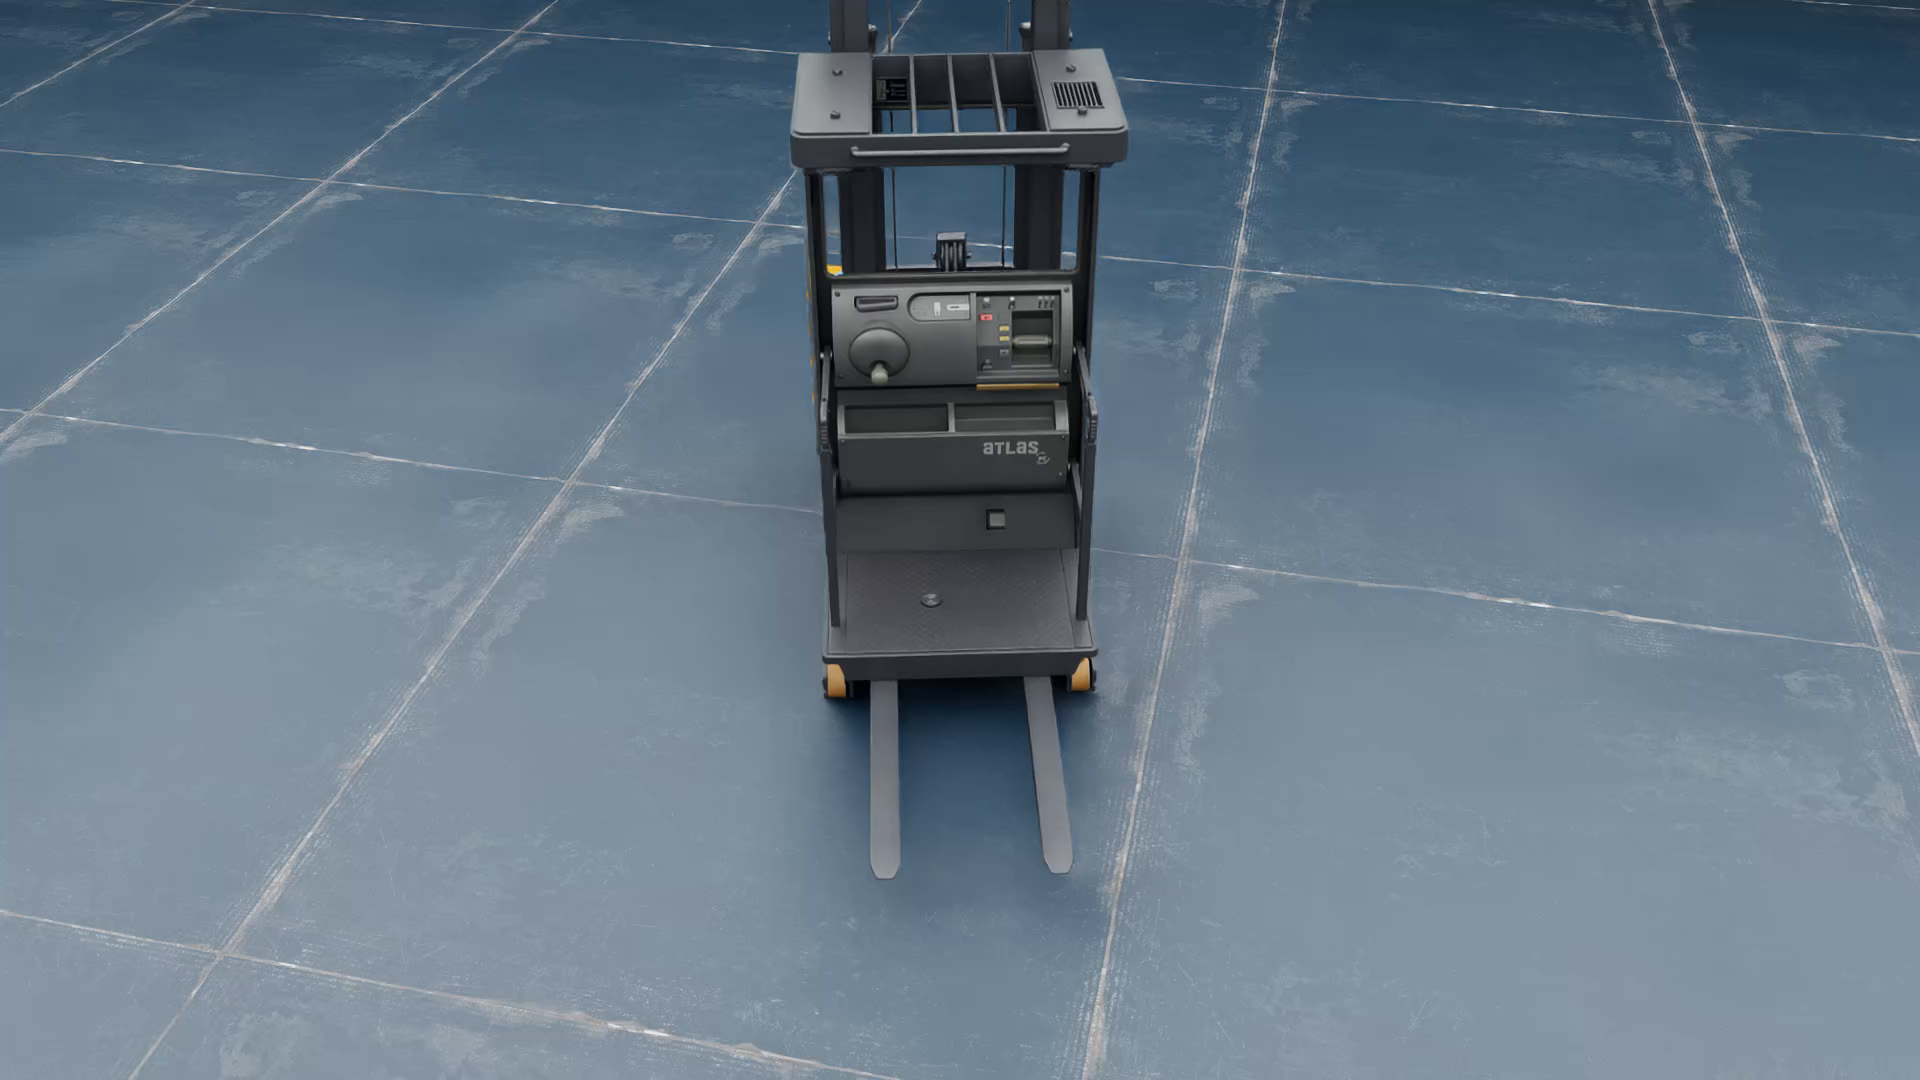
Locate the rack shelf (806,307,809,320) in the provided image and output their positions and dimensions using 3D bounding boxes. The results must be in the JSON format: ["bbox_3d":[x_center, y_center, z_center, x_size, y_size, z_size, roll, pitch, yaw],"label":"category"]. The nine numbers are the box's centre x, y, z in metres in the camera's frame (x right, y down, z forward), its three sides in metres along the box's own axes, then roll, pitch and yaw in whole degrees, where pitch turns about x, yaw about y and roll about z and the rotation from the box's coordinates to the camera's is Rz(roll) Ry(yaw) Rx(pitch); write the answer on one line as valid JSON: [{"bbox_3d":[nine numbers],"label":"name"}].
[{"bbox_3d":[-0.595,-1.126,7.947,0.258,0.103,0.180,0,36,1],"label":"rack shelf"}]

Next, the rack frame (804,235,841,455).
[{"bbox_3d":[-0.596,-0.913,7.988,0.240,1.200,0.006,0,36,1],"label":"rack frame"}]

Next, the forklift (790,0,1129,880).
[{"bbox_3d":[-0.017,-0.730,6.259,1.130,2.935,3.031,-1,36,-2],"label":"forklift"}]

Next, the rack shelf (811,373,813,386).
[{"bbox_3d":[-0.595,-0.834,8.159,0.258,0.103,0.180,0,36,1],"label":"rack shelf"}]

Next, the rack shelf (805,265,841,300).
[{"bbox_3d":[-0.595,-1.223,7.877,0.258,0.103,0.180,0,36,1],"label":"rack shelf"}]

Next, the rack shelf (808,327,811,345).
[{"bbox_3d":[-0.595,-1.028,8.018,0.258,0.103,0.180,0,36,1],"label":"rack shelf"}]

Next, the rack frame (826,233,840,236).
[{"bbox_3d":[-0.594,-1.021,8.136,0.240,1.200,0.006,0,36,1],"label":"rack frame"}]

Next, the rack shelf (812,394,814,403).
[{"bbox_3d":[-0.595,-0.737,8.229,0.258,0.103,0.180,0,36,1],"label":"rack shelf"}]

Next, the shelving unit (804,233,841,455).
[{"bbox_3d":[-0.595,-0.967,8.062,0.258,1.200,0.189,0,36,1],"label":"shelving unit"}]

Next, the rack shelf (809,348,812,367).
[{"bbox_3d":[-0.595,-0.931,8.088,0.258,0.103,0.180,0,36,1],"label":"rack shelf"}]
